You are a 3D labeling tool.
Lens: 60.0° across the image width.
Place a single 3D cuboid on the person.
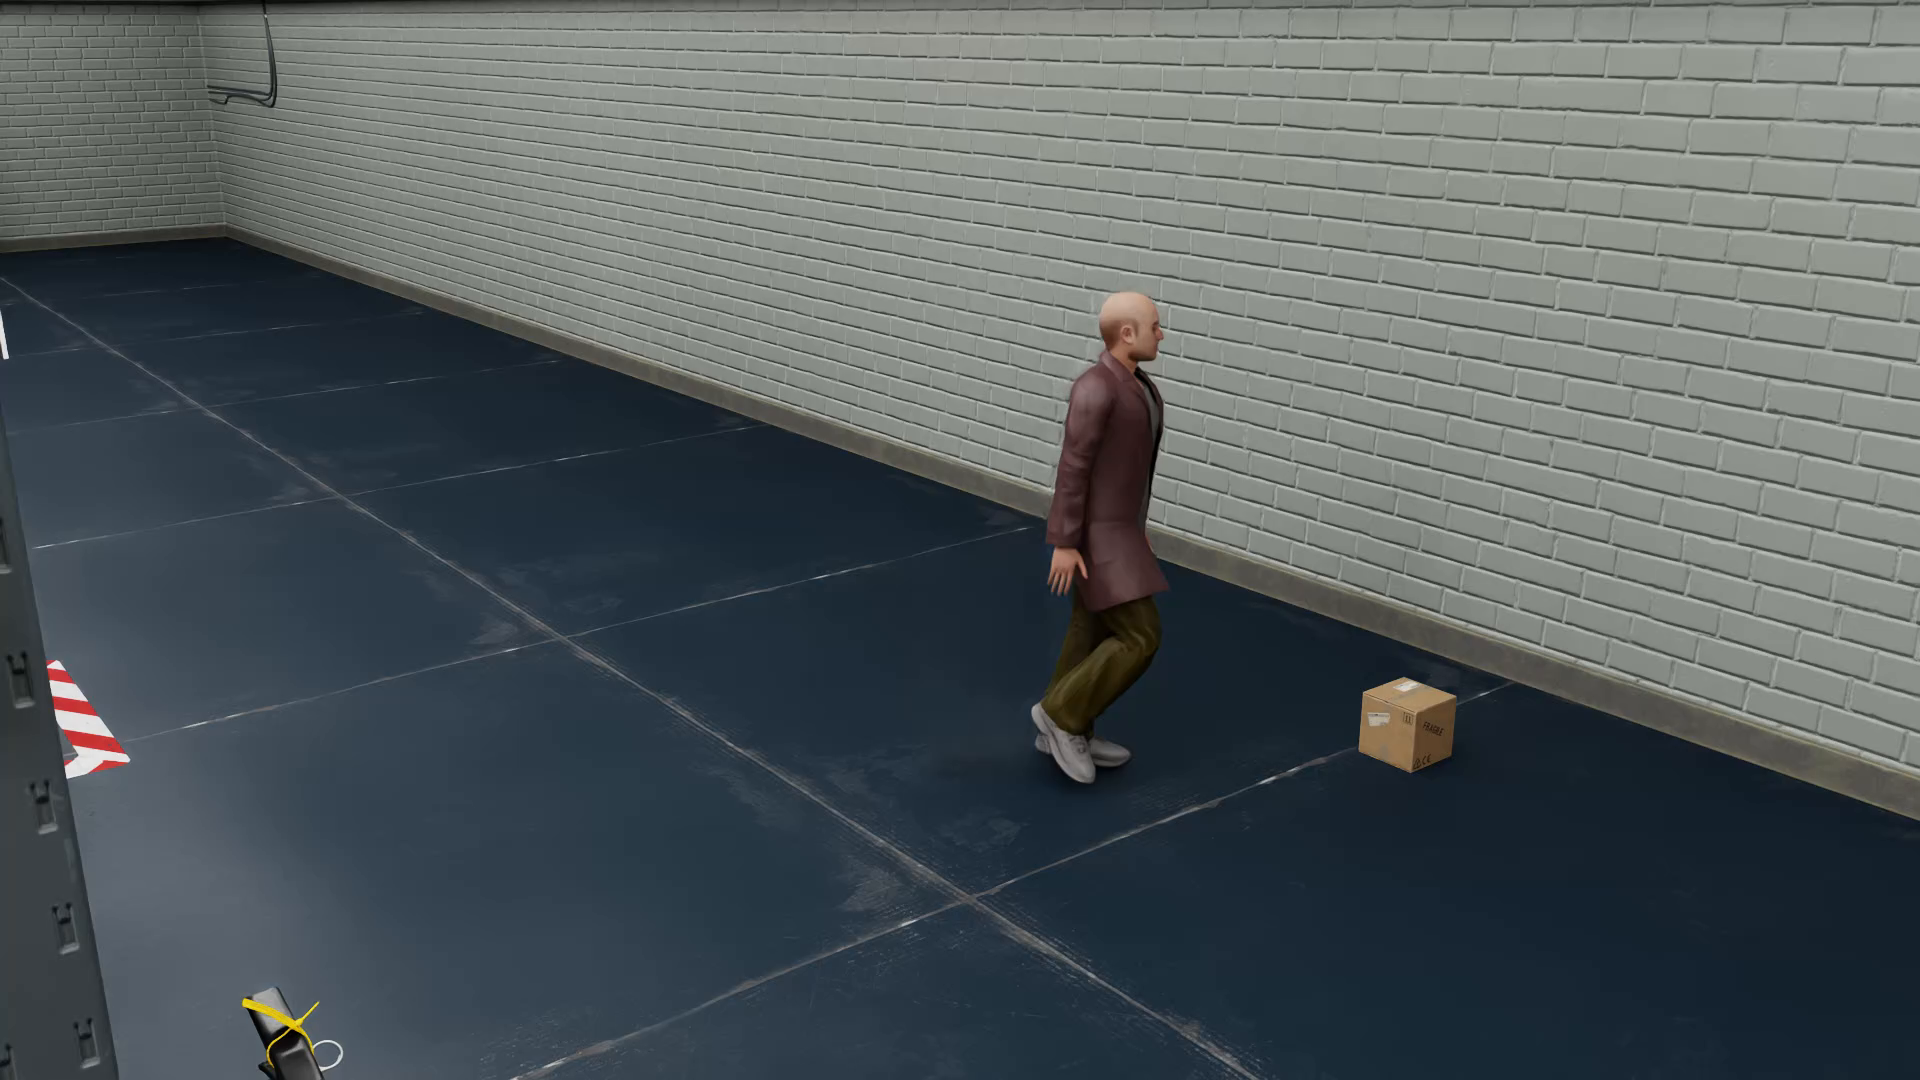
[{"bbox_3d":[0.533,-0.010,6.025,0.523,1.776,0.613,5,18,16],"label":"person"}]
